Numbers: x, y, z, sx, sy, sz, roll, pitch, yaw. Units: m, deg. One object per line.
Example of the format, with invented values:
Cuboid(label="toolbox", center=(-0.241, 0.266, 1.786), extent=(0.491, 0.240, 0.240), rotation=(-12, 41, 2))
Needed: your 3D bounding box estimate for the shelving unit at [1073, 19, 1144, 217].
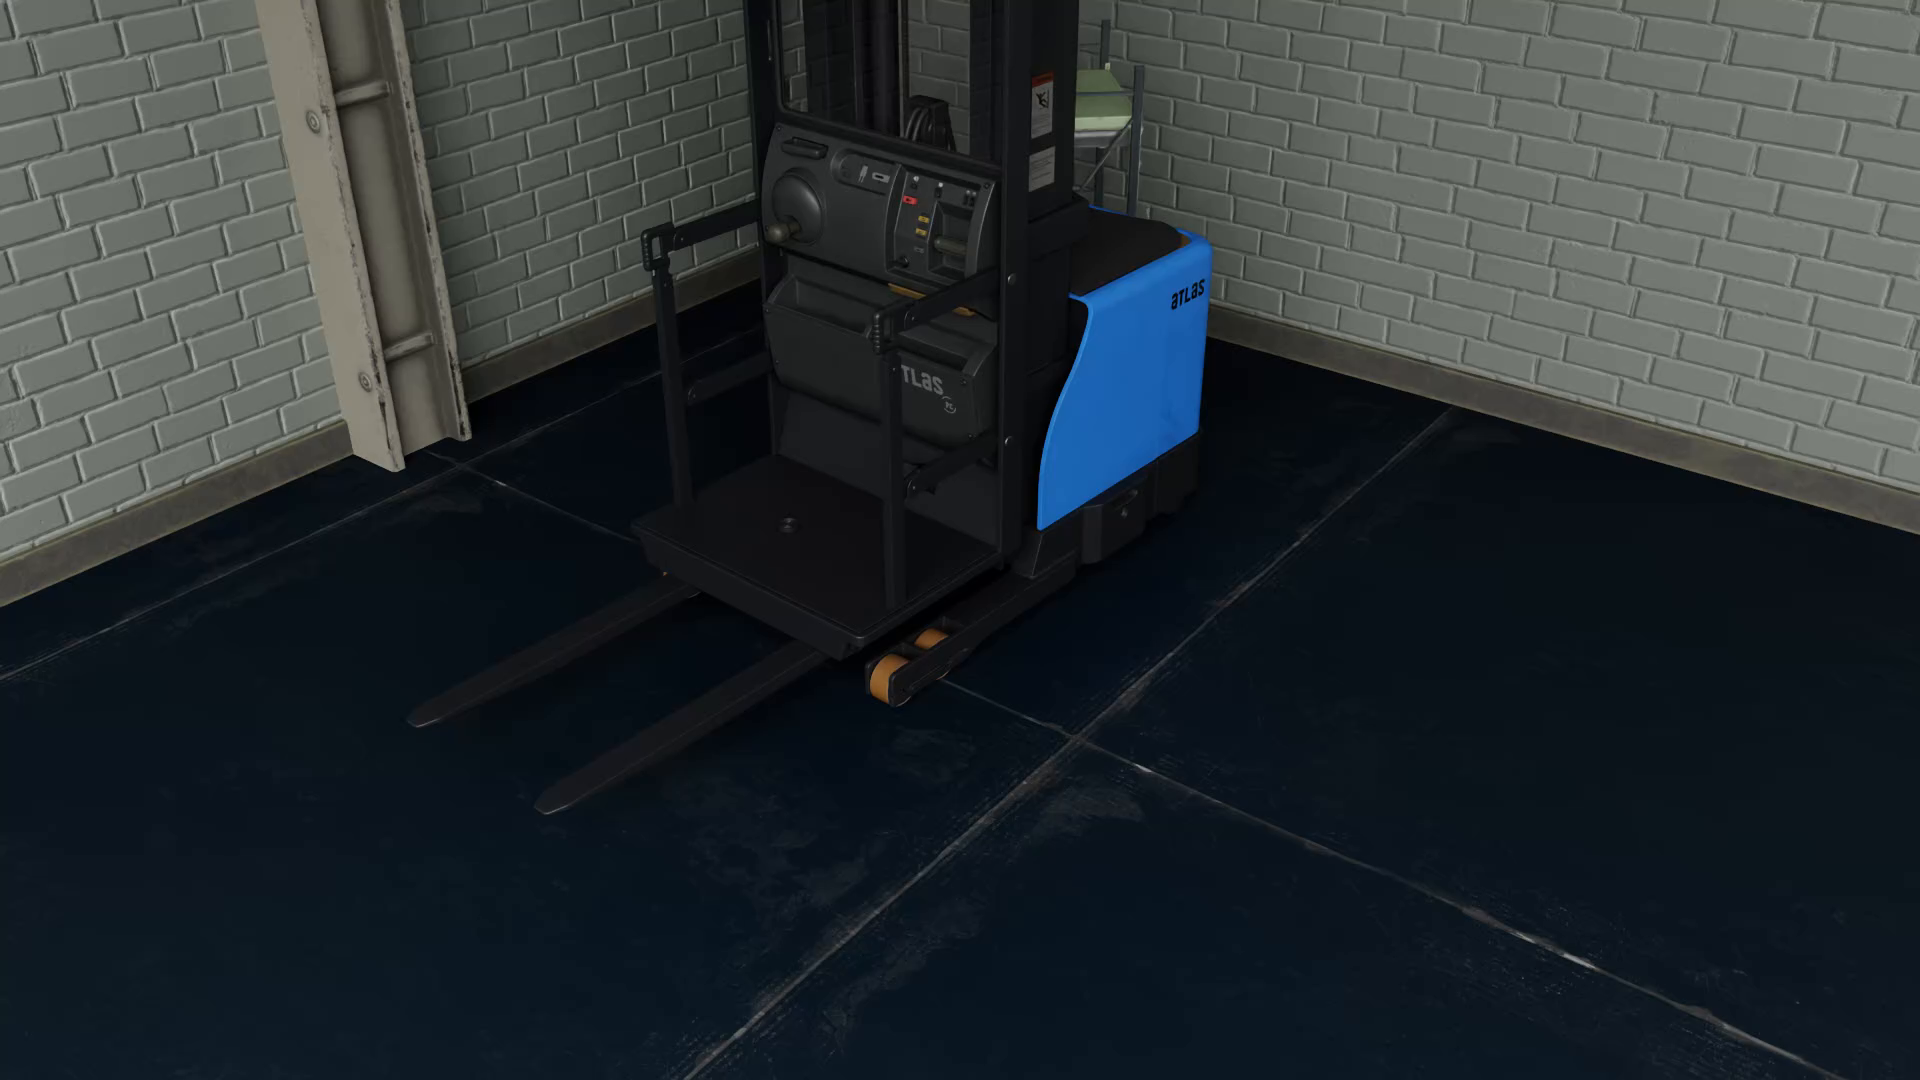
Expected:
Cuboid(label="shelving unit", center=(0.470, -1.349, 7.054), extent=(0.431, 1.500, 0.755), rotation=(-3, 31, -5))

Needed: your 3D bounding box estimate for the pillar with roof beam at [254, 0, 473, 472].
Cuboid(label="pillar with roof beam", center=(1.149, -2.946, 2.394), extent=(9.100, 9.000, 0.400), rotation=(21, 37, 31))

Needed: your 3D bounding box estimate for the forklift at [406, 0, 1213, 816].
Cuboid(label="forklift", center=(-0.407, -1.016, 5.090), extent=(1.130, 2.935, 3.031), rotation=(23, 38, 34))

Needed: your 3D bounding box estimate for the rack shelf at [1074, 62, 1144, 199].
Cuboid(label="rack shelf", center=(0.470, -1.684, 6.856), extent=(0.431, 0.370, 0.720), rotation=(-3, 31, -5))

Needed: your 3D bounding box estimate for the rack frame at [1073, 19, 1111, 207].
Cuboid(label="rack frame", center=(0.433, -1.534, 7.368), extent=(0.400, 1.500, 0.023), rotation=(-3, 31, -5))

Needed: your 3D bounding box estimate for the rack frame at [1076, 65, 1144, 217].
Cuboid(label="rack frame", center=(0.506, -1.163, 6.741), extent=(0.400, 1.500, 0.023), rotation=(-3, 31, -5))
